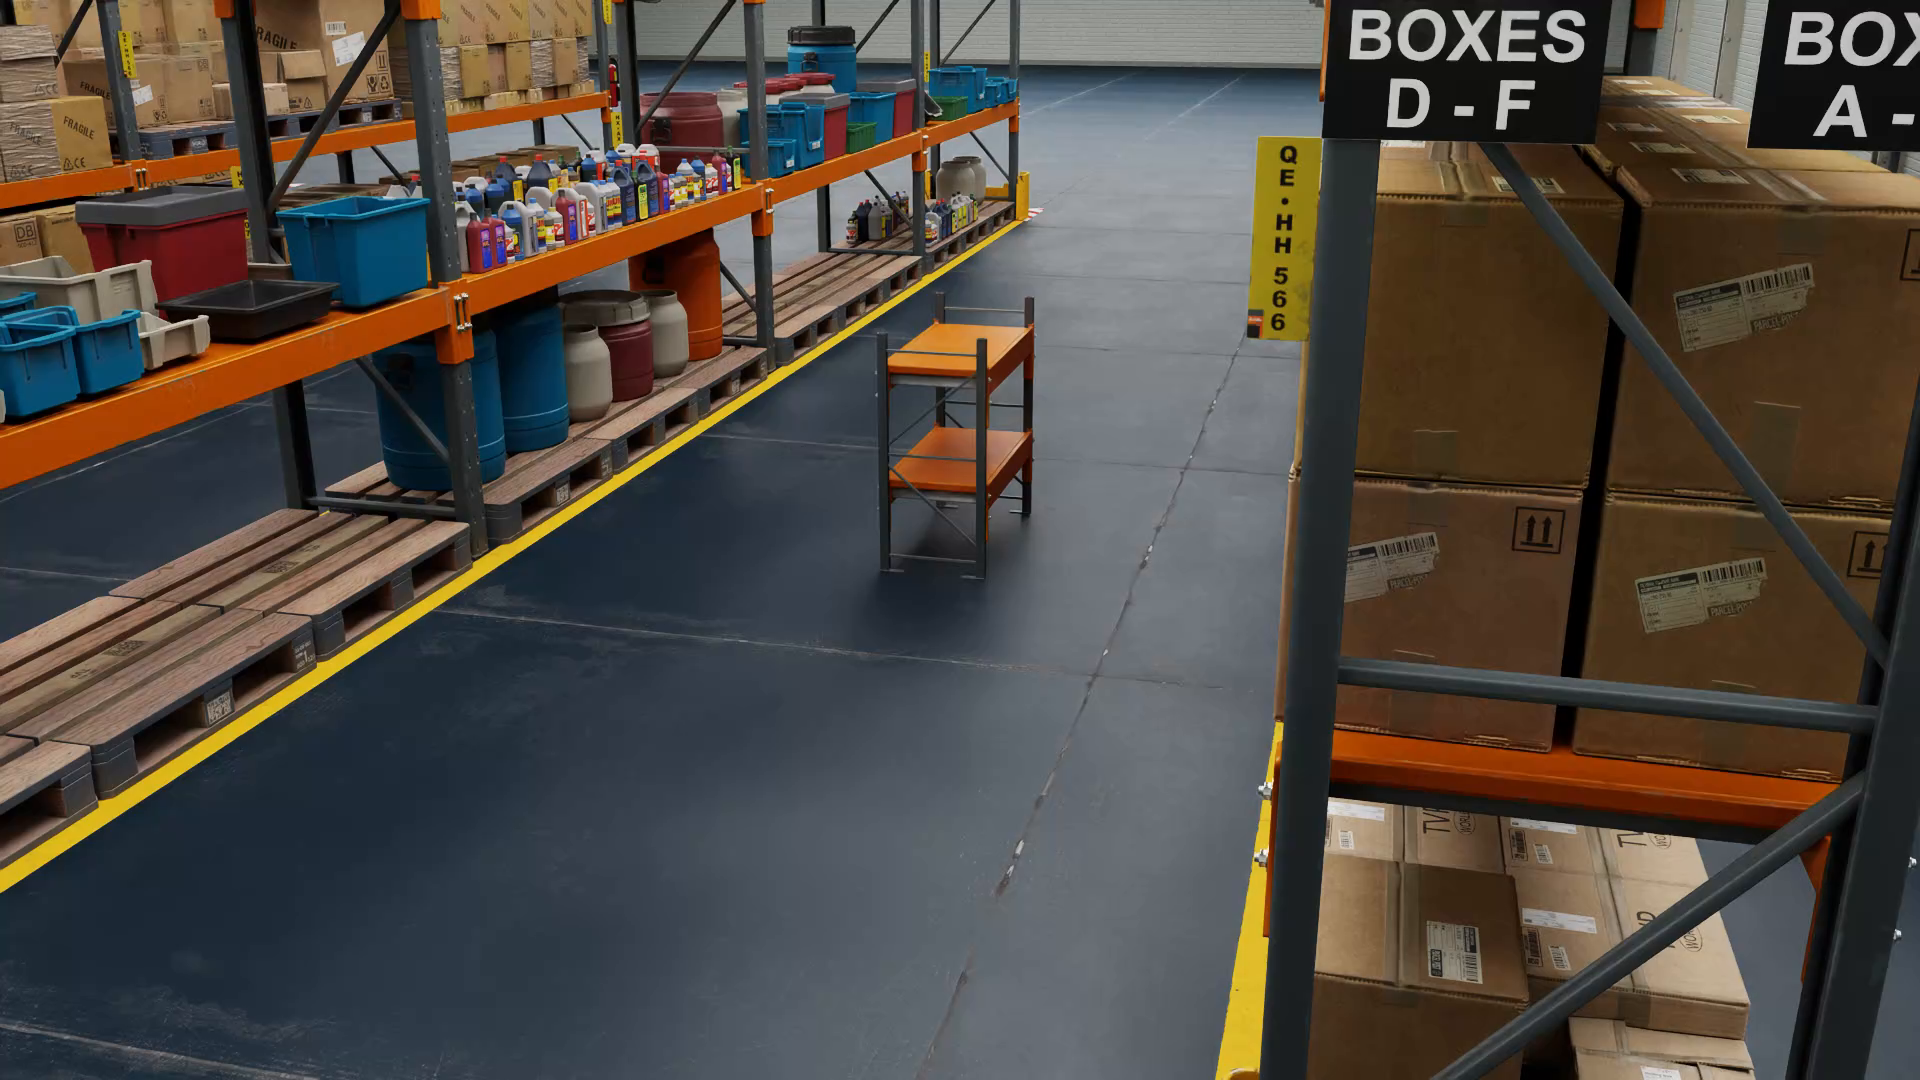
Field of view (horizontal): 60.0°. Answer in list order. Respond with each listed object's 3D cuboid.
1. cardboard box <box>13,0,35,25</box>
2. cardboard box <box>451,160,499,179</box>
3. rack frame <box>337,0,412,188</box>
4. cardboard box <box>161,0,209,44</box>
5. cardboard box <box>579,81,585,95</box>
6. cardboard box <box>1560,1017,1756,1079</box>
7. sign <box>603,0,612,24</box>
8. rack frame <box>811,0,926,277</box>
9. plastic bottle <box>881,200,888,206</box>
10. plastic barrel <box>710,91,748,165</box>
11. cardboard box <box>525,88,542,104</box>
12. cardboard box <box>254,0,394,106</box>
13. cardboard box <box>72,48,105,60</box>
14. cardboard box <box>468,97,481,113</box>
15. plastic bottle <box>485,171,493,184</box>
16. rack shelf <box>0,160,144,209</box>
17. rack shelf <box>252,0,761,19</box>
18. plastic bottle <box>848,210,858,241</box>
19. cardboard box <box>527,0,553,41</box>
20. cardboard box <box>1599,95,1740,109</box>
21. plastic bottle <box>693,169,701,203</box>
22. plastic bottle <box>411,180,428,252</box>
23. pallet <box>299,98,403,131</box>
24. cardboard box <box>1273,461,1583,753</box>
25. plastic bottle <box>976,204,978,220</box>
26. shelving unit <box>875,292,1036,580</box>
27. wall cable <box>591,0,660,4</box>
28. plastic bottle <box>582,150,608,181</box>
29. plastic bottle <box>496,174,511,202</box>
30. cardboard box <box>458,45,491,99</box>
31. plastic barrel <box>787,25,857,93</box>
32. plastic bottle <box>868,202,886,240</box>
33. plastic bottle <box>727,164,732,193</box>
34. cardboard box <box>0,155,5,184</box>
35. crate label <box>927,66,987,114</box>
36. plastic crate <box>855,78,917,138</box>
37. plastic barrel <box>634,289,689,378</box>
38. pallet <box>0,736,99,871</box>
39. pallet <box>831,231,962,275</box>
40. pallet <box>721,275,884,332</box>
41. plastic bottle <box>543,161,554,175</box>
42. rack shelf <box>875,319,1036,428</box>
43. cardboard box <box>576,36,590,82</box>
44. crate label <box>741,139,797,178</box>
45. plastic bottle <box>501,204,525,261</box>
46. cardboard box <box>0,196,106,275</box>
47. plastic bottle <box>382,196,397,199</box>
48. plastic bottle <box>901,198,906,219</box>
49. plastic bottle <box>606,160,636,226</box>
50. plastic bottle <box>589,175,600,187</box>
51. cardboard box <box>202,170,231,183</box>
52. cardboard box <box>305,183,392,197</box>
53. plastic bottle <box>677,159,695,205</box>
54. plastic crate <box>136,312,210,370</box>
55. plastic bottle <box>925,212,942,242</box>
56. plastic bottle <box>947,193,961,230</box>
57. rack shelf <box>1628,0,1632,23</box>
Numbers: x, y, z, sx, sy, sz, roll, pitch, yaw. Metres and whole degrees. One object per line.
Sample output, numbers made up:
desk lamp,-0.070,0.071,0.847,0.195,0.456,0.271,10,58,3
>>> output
cardboard box,-10.280,-5.399,17.450,0.875,0.550,0.550,5,19,13
cardboard box,-5.273,-3.799,17.888,0.500,0.500,0.500,3,19,9
rack frame,-5.618,-4.280,16.079,1.000,3.000,0.127,5,19,13
cardboard box,-9.599,-6.247,19.933,0.875,0.550,0.550,5,19,13
cardboard box,-4.572,-5.231,19.252,0.380,0.149,0.250,5,19,13
cardboard box,1.552,1.214,3.694,0.380,0.166,0.250,5,19,13
sign,-4.107,-6.182,19.365,0.100,0.325,0.005,5,19,13
rack frame,-0.815,-3.889,14.934,1.000,3.000,0.127,5,19,13
plastic bottle,-0.768,-3.245,16.581,0.152,0.276,0.135,5,19,14
plastic barrel,-1.748,-3.028,12.238,0.421,0.512,0.421,0,19,0
cardboard box,-4.775,-4.831,18.080,0.380,0.149,0.250,5,19,13
cardboard box,-5.948,-4.525,15.217,1.000,1.000,1.000,5,19,14
cardboard box,-9.966,-5.226,18.614,0.875,0.550,0.550,5,19,13
cardboard box,-5.114,-4.442,16.941,0.380,0.149,0.250,5,19,13
plastic bottle,-2.673,-1.939,9.405,0.061,0.283,0.133,5,19,13
rack shelf,-7.084,-2.059,10.689,1.077,0.370,4.000,5,19,13
rack shelf,-2.281,-3.088,9.059,1.077,0.370,4.000,5,19,13
plastic bottle,-1.018,-2.989,15.819,0.061,0.283,0.133,6,20,16
cardboard box,-4.777,-5.690,18.043,0.500,0.500,0.500,5,19,13
cardboard box,1.914,-1.012,4.809,0.500,0.500,0.500,5,19,14
plastic bottle,-1.651,-2.183,10.244,0.097,0.201,0.097,0,19,0
plastic bottle,-2.723,-1.661,8.486,0.144,0.351,0.185,5,19,13
pallet,-5.946,-3.962,15.442,1.003,0.211,1.213,5,19,13
cardboard box,0.901,0.055,3.231,0.500,0.500,0.500,5,20,15
plastic bottle,0.138,-3.417,17.199,0.097,0.201,0.097,0,19,0
shelving unit,-0.002,-0.530,8.000,0.538,1.125,1.048,5,19,13
wall cable,-10.777,-18.152,52.214,3.097,2.526,0.112,5,19,13
plastic bottle,-2.325,-2.322,10.536,0.152,0.276,0.135,5,19,13
plastic bottle,-2.592,-1.933,9.405,0.097,0.271,0.097,0,19,0
cardboard box,-5.292,-4.759,16.864,0.875,0.500,0.500,5,19,13
plastic barrel,-1.203,-4.029,14.568,0.600,0.901,0.708,5,19,13
plastic bottle,-0.798,-3.057,15.915,0.144,0.351,0.185,5,19,13
plastic bottle,-1.524,-2.346,10.724,0.097,0.201,0.097,0,19,0
cardboard box,-6.727,-2.581,10.949,0.500,0.500,0.500,4,19,12
crate label,-0.025,-4.562,16.847,0.502,0.435,0.616,5,19,13
plastic crate,-0.637,-3.744,14.408,0.402,0.464,0.583,5,19,13
plastic barrel,-1.947,-1.318,10.606,0.421,0.512,0.421,0,19,0
pallet,-3.508,0.936,5.121,1.003,0.211,1.213,5,19,13
pallet,-0.611,-2.777,15.991,1.003,0.211,1.213,5,19,13
pallet,-1.265,-1.937,13.532,1.003,0.211,1.213,5,19,13
plastic bottle,-2.492,-2.141,10.014,0.097,0.271,0.097,0,19,0
rack shelf,-0.002,-0.807,7.905,0.538,0.278,1.000,5,19,13
cardboard box,-4.802,-5.552,19.187,0.875,0.500,0.500,5,19,13
crate label,-1.326,-2.659,11.590,0.303,0.233,0.416,5,19,13
plastic bottle,-2.200,-1.512,8.173,0.097,0.271,0.097,0,19,0
cardboard box,-6.784,-2.005,12.055,1.225,0.875,0.875,4,19,11
plastic bottle,-2.898,-1.587,8.384,0.152,0.276,0.135,5,19,13
plastic bottle,-0.608,-3.451,17.299,0.097,0.201,0.097,0,19,0
plastic bottle,-1.914,-1.947,9.324,0.144,0.351,0.185,5,19,13
plastic bottle,-2.042,-1.905,9.325,0.097,0.271,0.097,0,19,0
cardboard box,-9.527,-4.933,20.627,0.875,0.875,0.875,5,19,14
cardboard box,-5.789,-3.115,15.853,0.700,0.500,0.500,3,19,9
plastic bottle,-1.675,-2.185,10.143,0.097,0.271,0.097,0,19,0
plastic crate,-2.904,-0.716,5.958,0.293,0.136,0.466,5,19,13
plastic bottle,-0.260,-2.977,15.797,0.152,0.276,0.135,5,20,15
plastic bottle,-0.066,-3.257,16.499,0.144,0.351,0.185,5,19,13
rack shelf,2.521,-2.695,7.911,1.077,0.370,4.000,5,19,13
